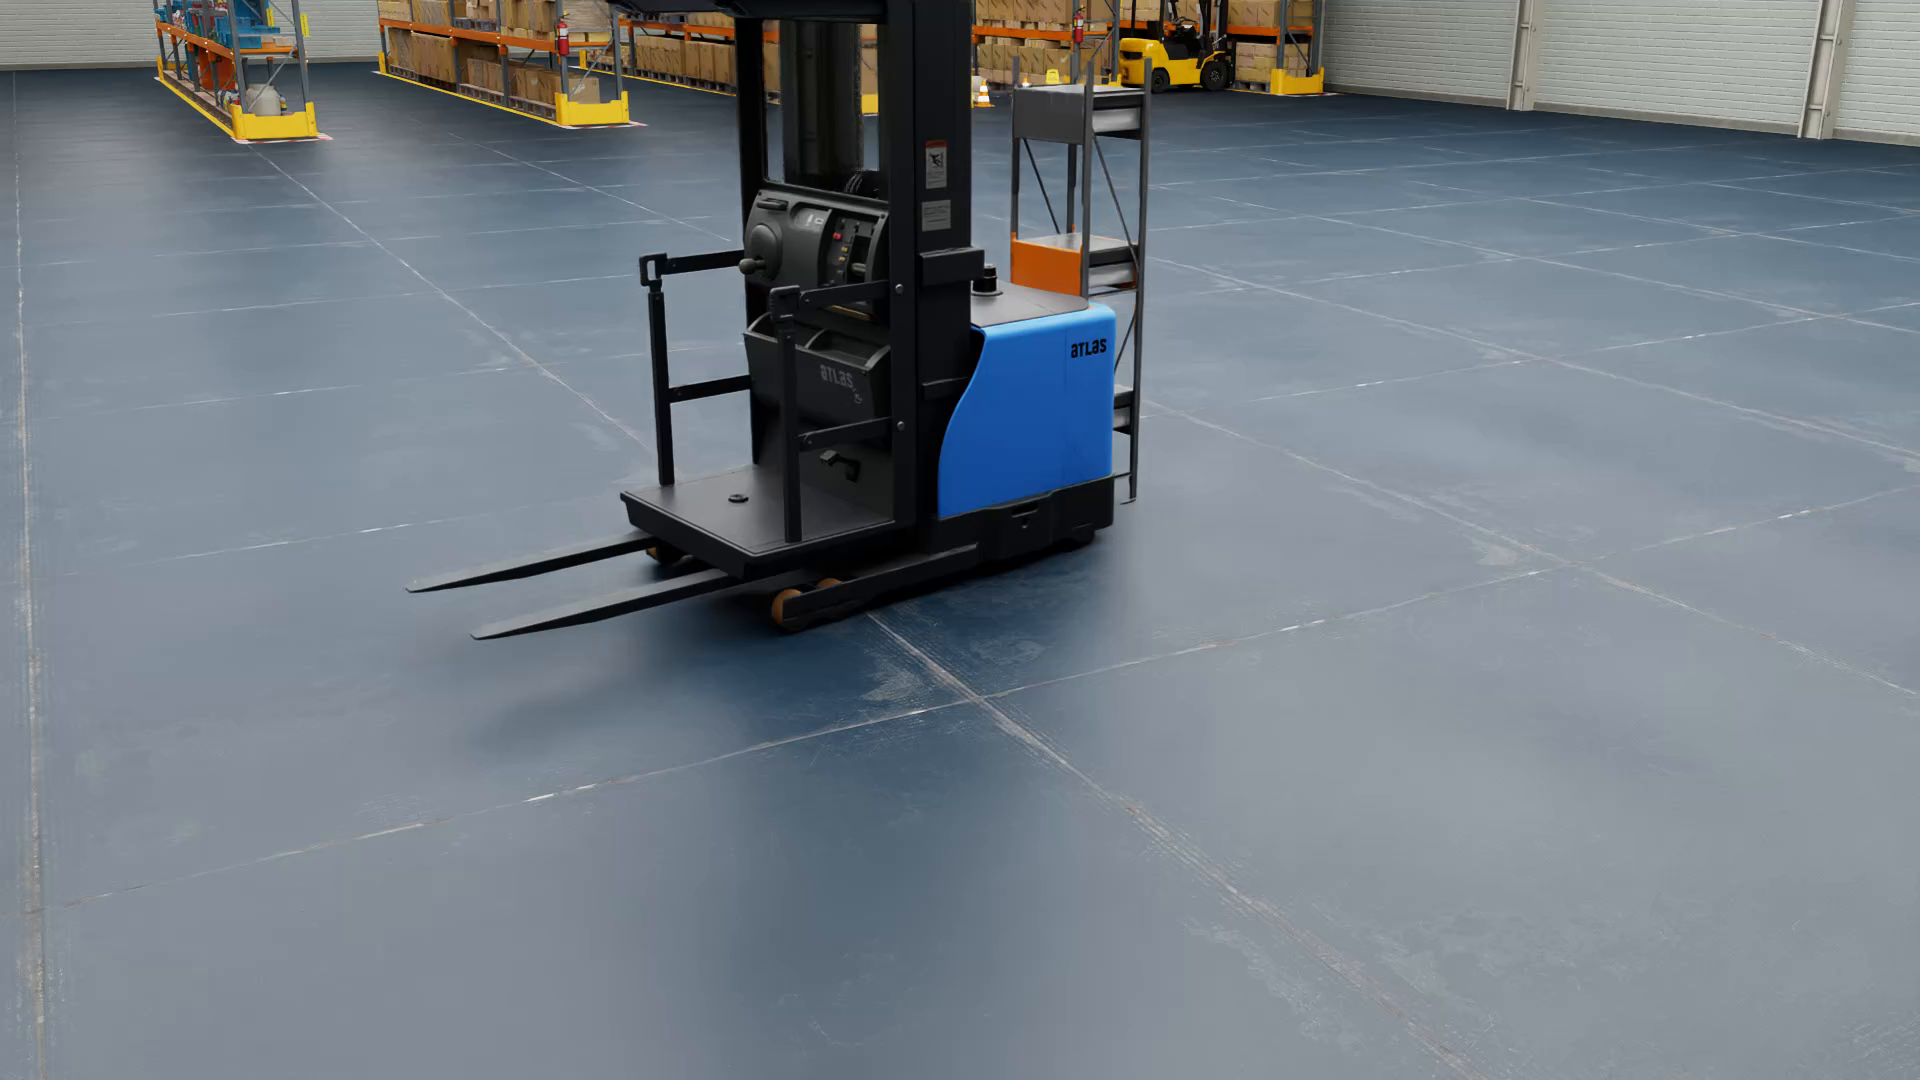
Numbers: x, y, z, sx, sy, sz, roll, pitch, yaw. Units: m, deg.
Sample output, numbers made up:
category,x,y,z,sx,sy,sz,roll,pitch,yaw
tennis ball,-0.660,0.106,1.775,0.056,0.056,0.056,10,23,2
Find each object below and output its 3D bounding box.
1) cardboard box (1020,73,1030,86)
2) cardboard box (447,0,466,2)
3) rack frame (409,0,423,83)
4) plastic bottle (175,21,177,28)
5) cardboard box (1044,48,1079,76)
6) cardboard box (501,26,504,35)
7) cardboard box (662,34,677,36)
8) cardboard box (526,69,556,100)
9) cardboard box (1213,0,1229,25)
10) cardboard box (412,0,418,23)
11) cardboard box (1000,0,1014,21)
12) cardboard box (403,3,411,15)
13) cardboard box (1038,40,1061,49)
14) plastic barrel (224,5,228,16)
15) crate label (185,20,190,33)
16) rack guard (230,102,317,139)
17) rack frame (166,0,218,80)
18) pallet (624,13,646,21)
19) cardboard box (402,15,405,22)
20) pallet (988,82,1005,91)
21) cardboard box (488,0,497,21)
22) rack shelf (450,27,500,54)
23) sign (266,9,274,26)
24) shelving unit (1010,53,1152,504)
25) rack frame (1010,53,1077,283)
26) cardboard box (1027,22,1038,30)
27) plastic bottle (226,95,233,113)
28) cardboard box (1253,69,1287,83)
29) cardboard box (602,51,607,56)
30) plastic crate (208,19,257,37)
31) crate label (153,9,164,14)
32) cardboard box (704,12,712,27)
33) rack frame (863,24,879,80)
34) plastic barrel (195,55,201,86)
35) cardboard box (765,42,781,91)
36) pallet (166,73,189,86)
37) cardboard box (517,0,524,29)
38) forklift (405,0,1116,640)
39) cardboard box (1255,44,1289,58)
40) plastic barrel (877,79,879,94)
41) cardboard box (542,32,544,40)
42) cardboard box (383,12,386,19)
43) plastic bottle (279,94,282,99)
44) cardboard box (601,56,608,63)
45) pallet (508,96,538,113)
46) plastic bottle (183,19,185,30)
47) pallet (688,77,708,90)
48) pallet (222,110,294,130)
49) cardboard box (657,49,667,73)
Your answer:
category,x,y,z,sx,sy,sz,roll,pitch,yaw
cardboard box,1.489,-9.319,33.612,0.500,0.250,0.500,-11,22,-29
cardboard box,-10.251,-11.426,34.455,0.797,0.503,0.637,-9,21,-25
rack frame,-11.817,-11.841,37.348,1.000,3.000,0.127,-10,21,-27
plastic bottle,-16.041,-10.617,34.106,0.097,0.201,0.097,0,19,0
cardboard box,1.993,-9.374,32.620,0.500,0.500,0.500,-10,21,-26
cardboard box,-8.181,-9.317,30.419,0.380,0.149,0.250,-10,21,-27
cardboard box,-6.828,-11.777,39.201,0.500,0.250,0.500,-11,22,-28
cardboard box,-7.585,-8.277,30.208,0.500,0.500,0.500,-3,19,-9
cardboard box,5.774,-11.289,35.595,0.500,0.500,0.500,-10,21,-26
cardboard box,-11.819,-11.717,36.836,0.500,0.500,0.500,-10,21,-26
cardboard box,1.152,-10.811,33.754,0.500,0.500,0.500,-10,21,-27
cardboard box,-12.258,-11.997,37.573,0.500,0.250,0.500,-10,22,-28
cardboard box,1.759,-9.775,32.789,0.380,0.149,0.250,-9,21,-25
plastic barrel,-12.987,-9.360,29.951,0.433,0.535,0.433,0,19,0
crate label,-14.407,-9.667,31.305,0.303,0.233,0.416,-10,21,-27
rack guard,-10.555,-6.462,25.591,1.175,0.500,0.348,-10,21,-27
rack frame,-16.176,-11.074,35.124,1.000,3.000,0.127,-10,21,-27
pallet,-7.169,-12.247,38.820,1.003,0.211,1.213,-10,21,-27
cardboard box,-12.495,-11.906,37.923,0.380,0.149,0.250,-10,22,-28
pallet,1.053,-9.574,35.053,1.003,0.211,1.213,-10,21,-27
cardboard box,-8.272,-10.276,31.250,1.000,1.000,1.000,-10,21,-26
rack shelf,-8.968,-9.778,32.473,1.077,0.370,4.000,-10,21,-27
sign,-11.888,-8.990,28.661,0.100,0.325,0.005,-10,21,-27
shelving unit,0.554,-1.206,7.906,0.431,2.100,0.503,-15,24,-37
rack frame,0.397,-1.267,8.083,0.400,2.100,0.015,-15,24,-37
cardboard box,1.568,-10.243,33.102,0.380,0.149,0.250,-10,22,-27
plastic bottle,-11.897,-7.125,27.182,0.152,0.276,0.135,-11,22,-28
cardboard box,6.468,-9.686,34.673,0.500,0.250,0.500,-10,21,-26
cardboard box,-8.770,-12.234,41.757,0.380,0.149,0.250,-11,22,-29
plastic crate,-12.241,-8.578,27.986,0.767,0.338,0.504,-10,21,-27
crate label,-18.248,-12.049,38.116,0.416,0.233,0.303,-10,21,-27
cardboard box,-5.046,-11.018,34.810,0.500,0.500,0.500,-10,21,-27
rack frame,-1.706,-9.135,29.507,1.000,3.000,0.127,-10,21,-27
plastic barrel,-15.060,-9.446,33.460,0.600,0.588,0.708,-10,21,-27
cardboard box,-3.368,-9.286,32.558,0.875,0.875,0.875,-10,21,-26
pallet,-17.143,-10.311,37.190,1.003,0.211,1.213,-10,21,-27
cardboard box,-7.327,-9.316,29.423,0.875,0.500,0.500,-10,21,-27
forklift,-0.758,-1.218,6.667,3.031,2.935,1.130,-15,24,-37
cardboard box,6.476,-10.156,34.504,0.500,0.250,0.500,-9,21,-25
plastic barrel,-1.717,-8.978,33.000,0.512,0.421,0.421,4,19,11
cardboard box,-6.906,-8.615,28.384,0.380,0.149,0.250,-10,21,-27
cardboard box,-13.594,-12.570,39.847,0.380,0.149,0.250,-11,22,-28
plastic bottle,-11.156,-7.189,27.357,0.061,0.283,0.133,-10,21,-26
cardboard box,-8.745,-12.013,41.572,0.380,0.149,0.250,-11,22,-29
pallet,-7.668,-8.039,30.604,1.003,0.211,1.213,-10,21,-27
plastic bottle,-15.085,-10.073,32.421,0.097,0.271,0.097,0,19,0
pallet,-5.197,-9.876,35.927,1.003,0.211,1.213,-10,21,-27
pallet,-11.512,-6.909,27.330,1.003,0.211,1.213,-10,21,-27
cardboard box,-6.556,-10.896,37.798,0.500,0.500,0.500,-11,22,-29
